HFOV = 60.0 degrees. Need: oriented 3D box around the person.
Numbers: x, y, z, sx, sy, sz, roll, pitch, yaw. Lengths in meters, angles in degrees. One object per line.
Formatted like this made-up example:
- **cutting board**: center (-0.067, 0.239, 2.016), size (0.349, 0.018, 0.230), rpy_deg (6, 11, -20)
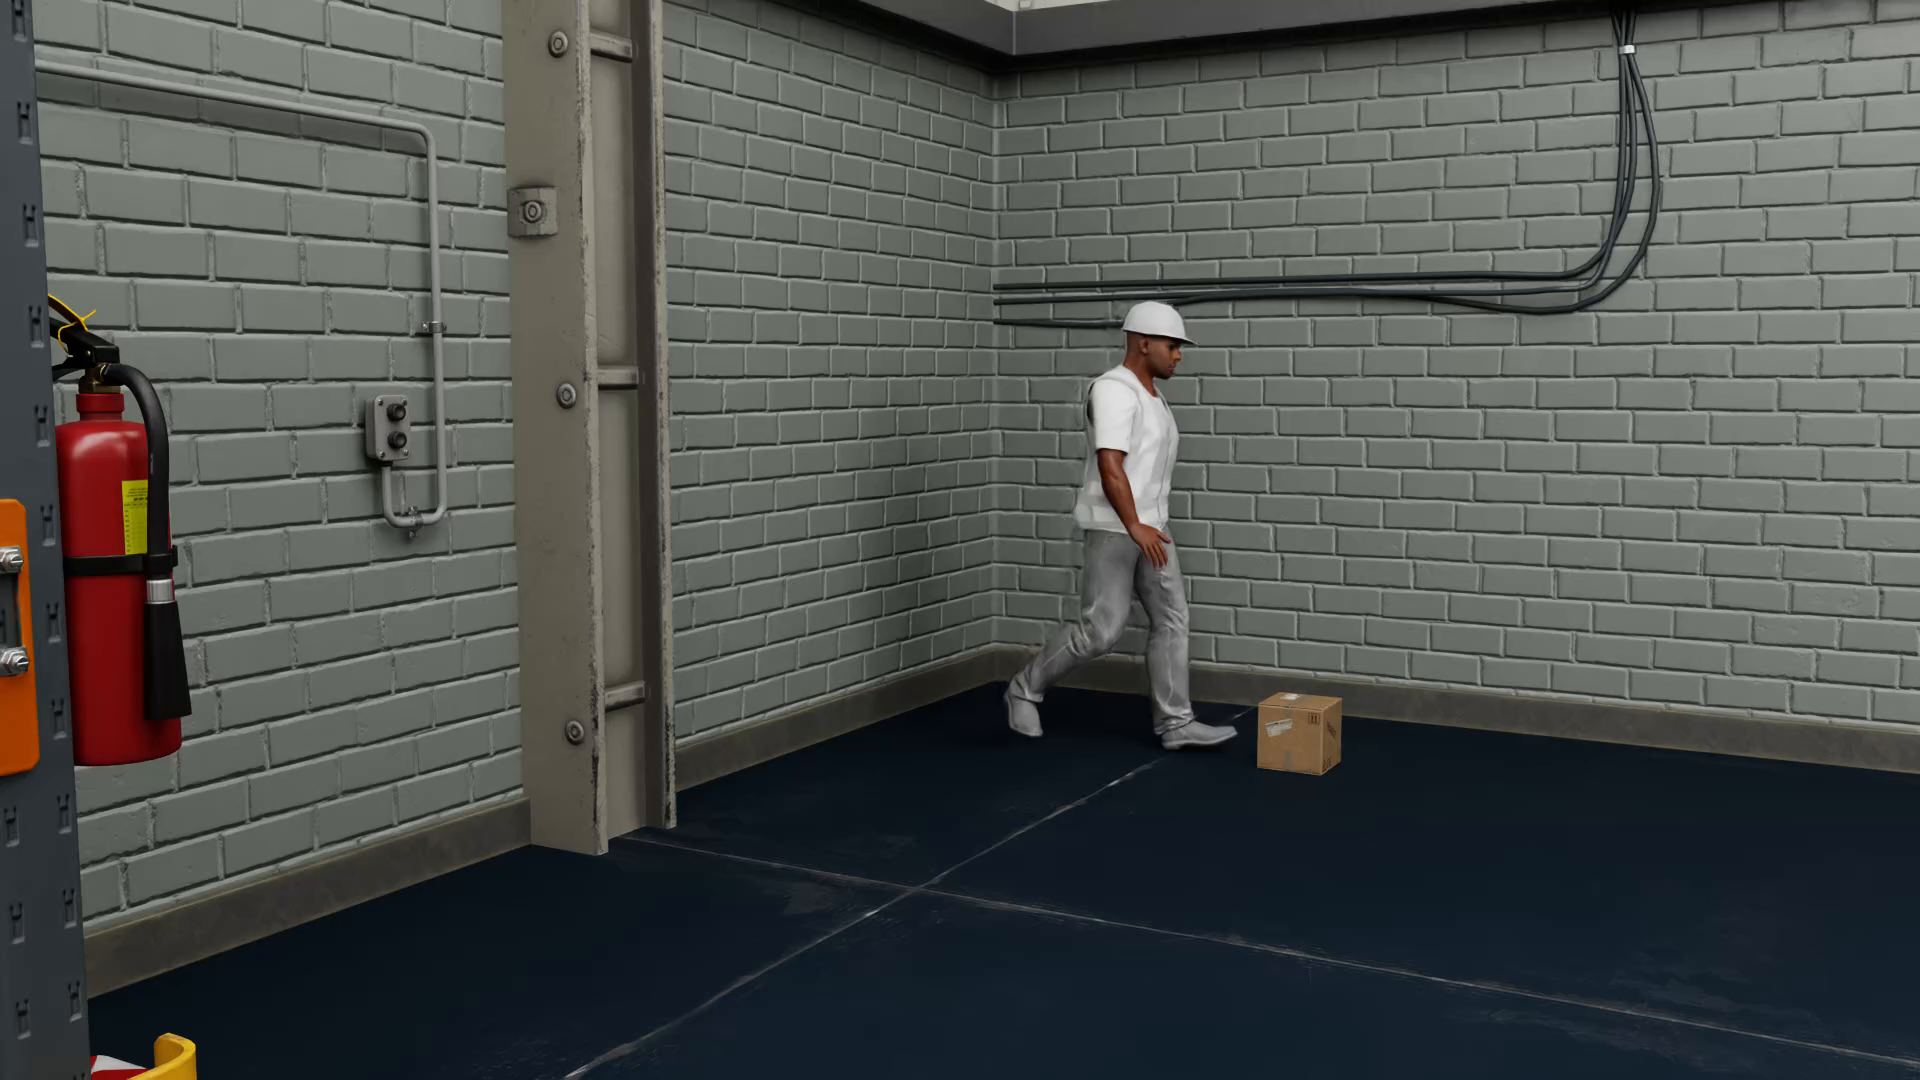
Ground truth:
- **person**: center (0.616, -0.045, 6.457), size (0.890, 1.750, 0.582), rpy_deg (3, 7, 28)
